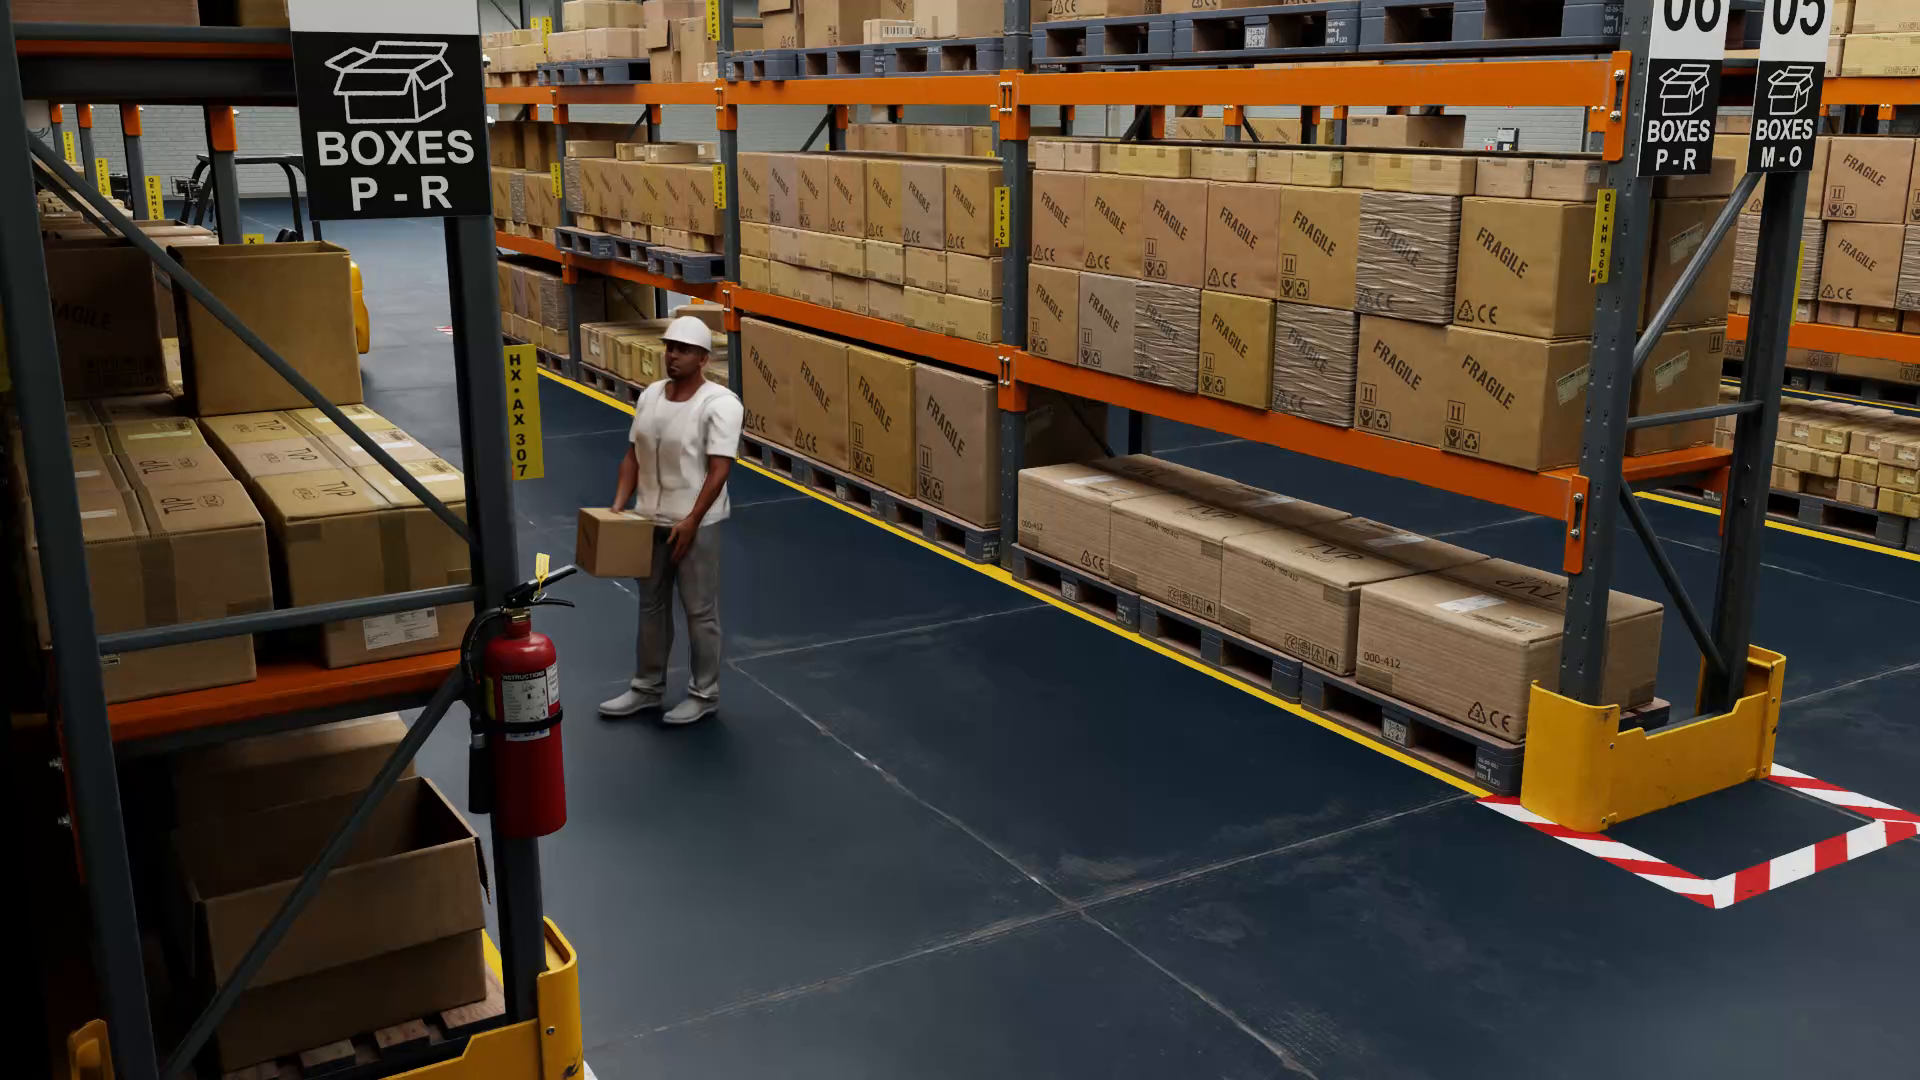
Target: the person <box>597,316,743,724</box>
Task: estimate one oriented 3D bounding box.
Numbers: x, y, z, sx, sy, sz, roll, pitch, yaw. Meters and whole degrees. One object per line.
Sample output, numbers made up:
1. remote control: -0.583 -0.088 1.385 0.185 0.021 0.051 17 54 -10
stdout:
1. person: -1.259 -0.078 7.230 0.604 1.770 0.503 8 17 29
